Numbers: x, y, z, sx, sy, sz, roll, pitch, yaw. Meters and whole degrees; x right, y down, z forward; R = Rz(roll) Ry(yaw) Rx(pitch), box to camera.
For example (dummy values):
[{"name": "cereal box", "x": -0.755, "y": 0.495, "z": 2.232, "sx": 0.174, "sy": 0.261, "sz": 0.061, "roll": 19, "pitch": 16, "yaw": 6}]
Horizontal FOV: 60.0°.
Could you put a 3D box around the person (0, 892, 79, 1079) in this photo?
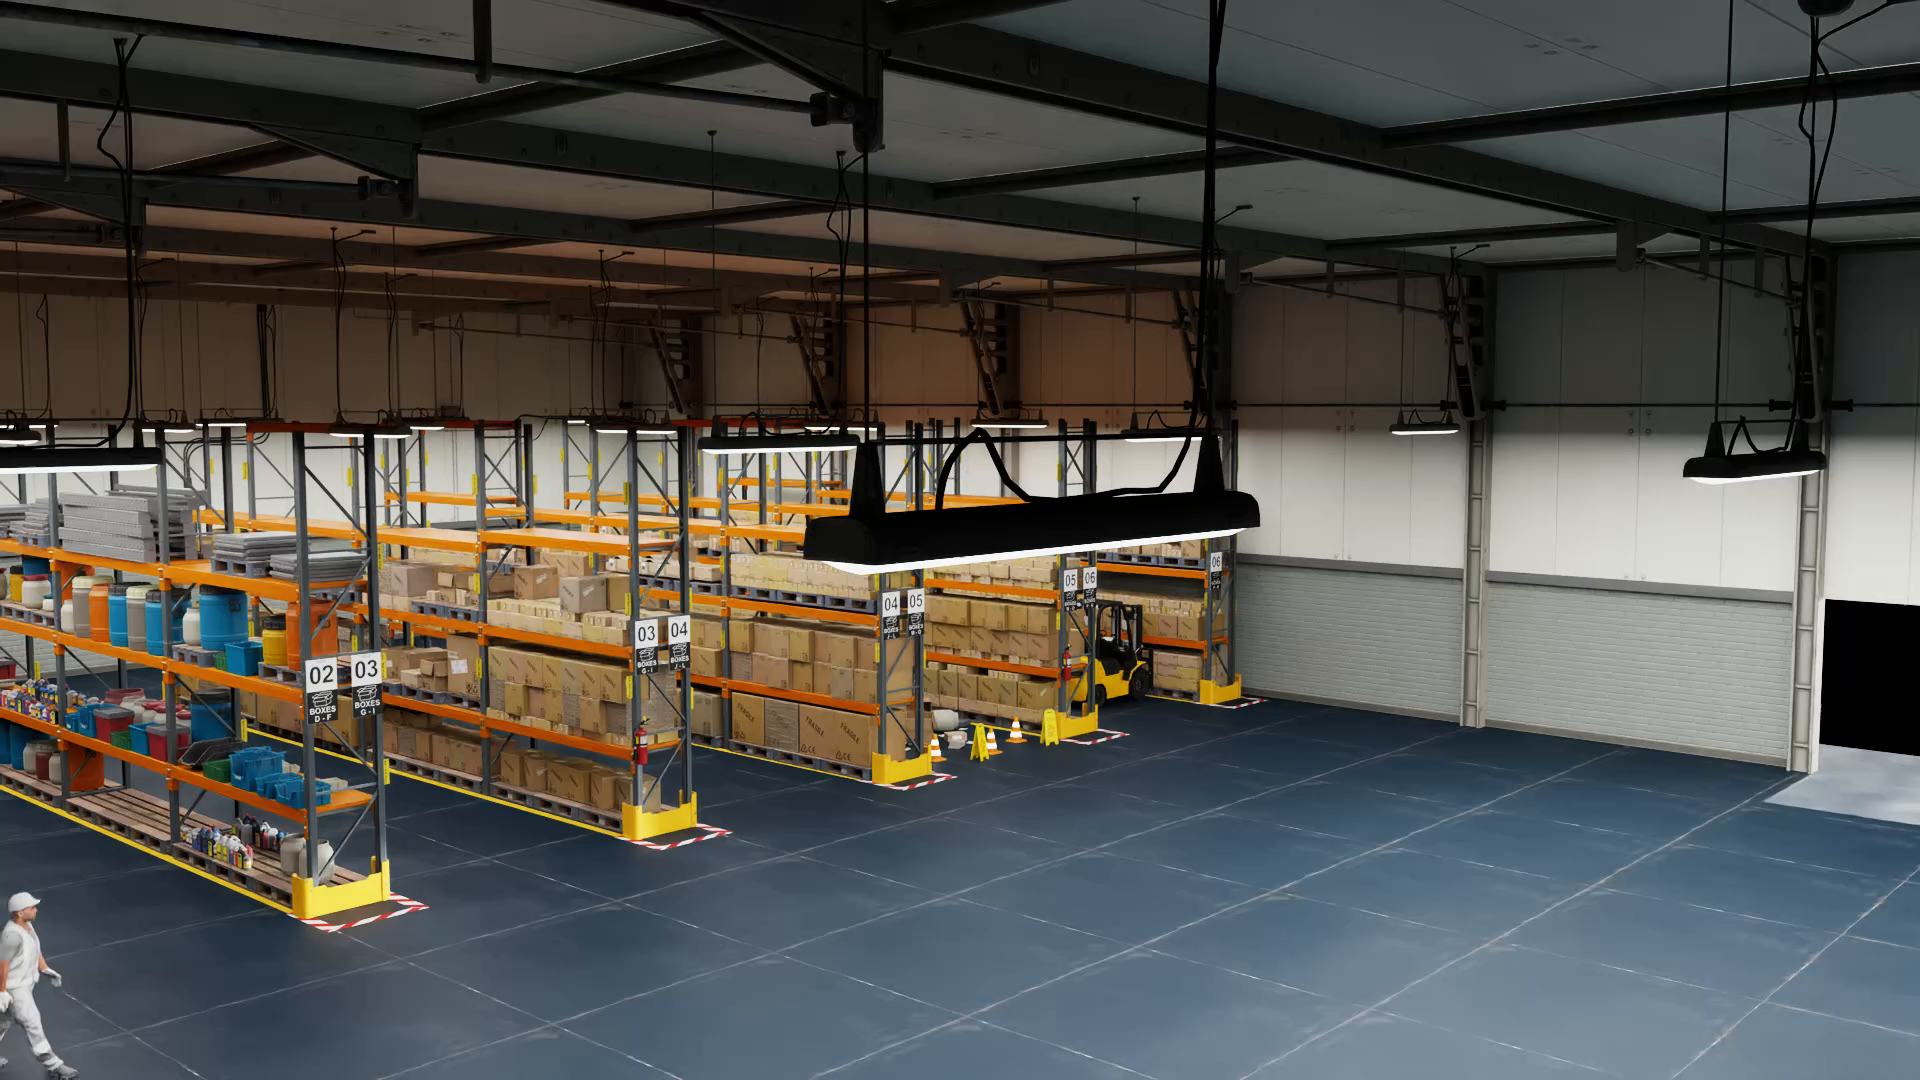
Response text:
[{"name": "person", "x": -8.783, "y": 4.157, "z": 15.626, "sx": 1.107, "sy": 1.717, "sz": 0.640, "roll": 0, "pitch": 5, "yaw": 2}]

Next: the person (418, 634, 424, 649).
[{"name": "person", "x": -13.559, "y": 2.103, "z": 42.197, "sx": 0.454, "sy": 1.561, "sz": 0.774, "roll": 0, "pitch": 5, "yaw": -5}]
